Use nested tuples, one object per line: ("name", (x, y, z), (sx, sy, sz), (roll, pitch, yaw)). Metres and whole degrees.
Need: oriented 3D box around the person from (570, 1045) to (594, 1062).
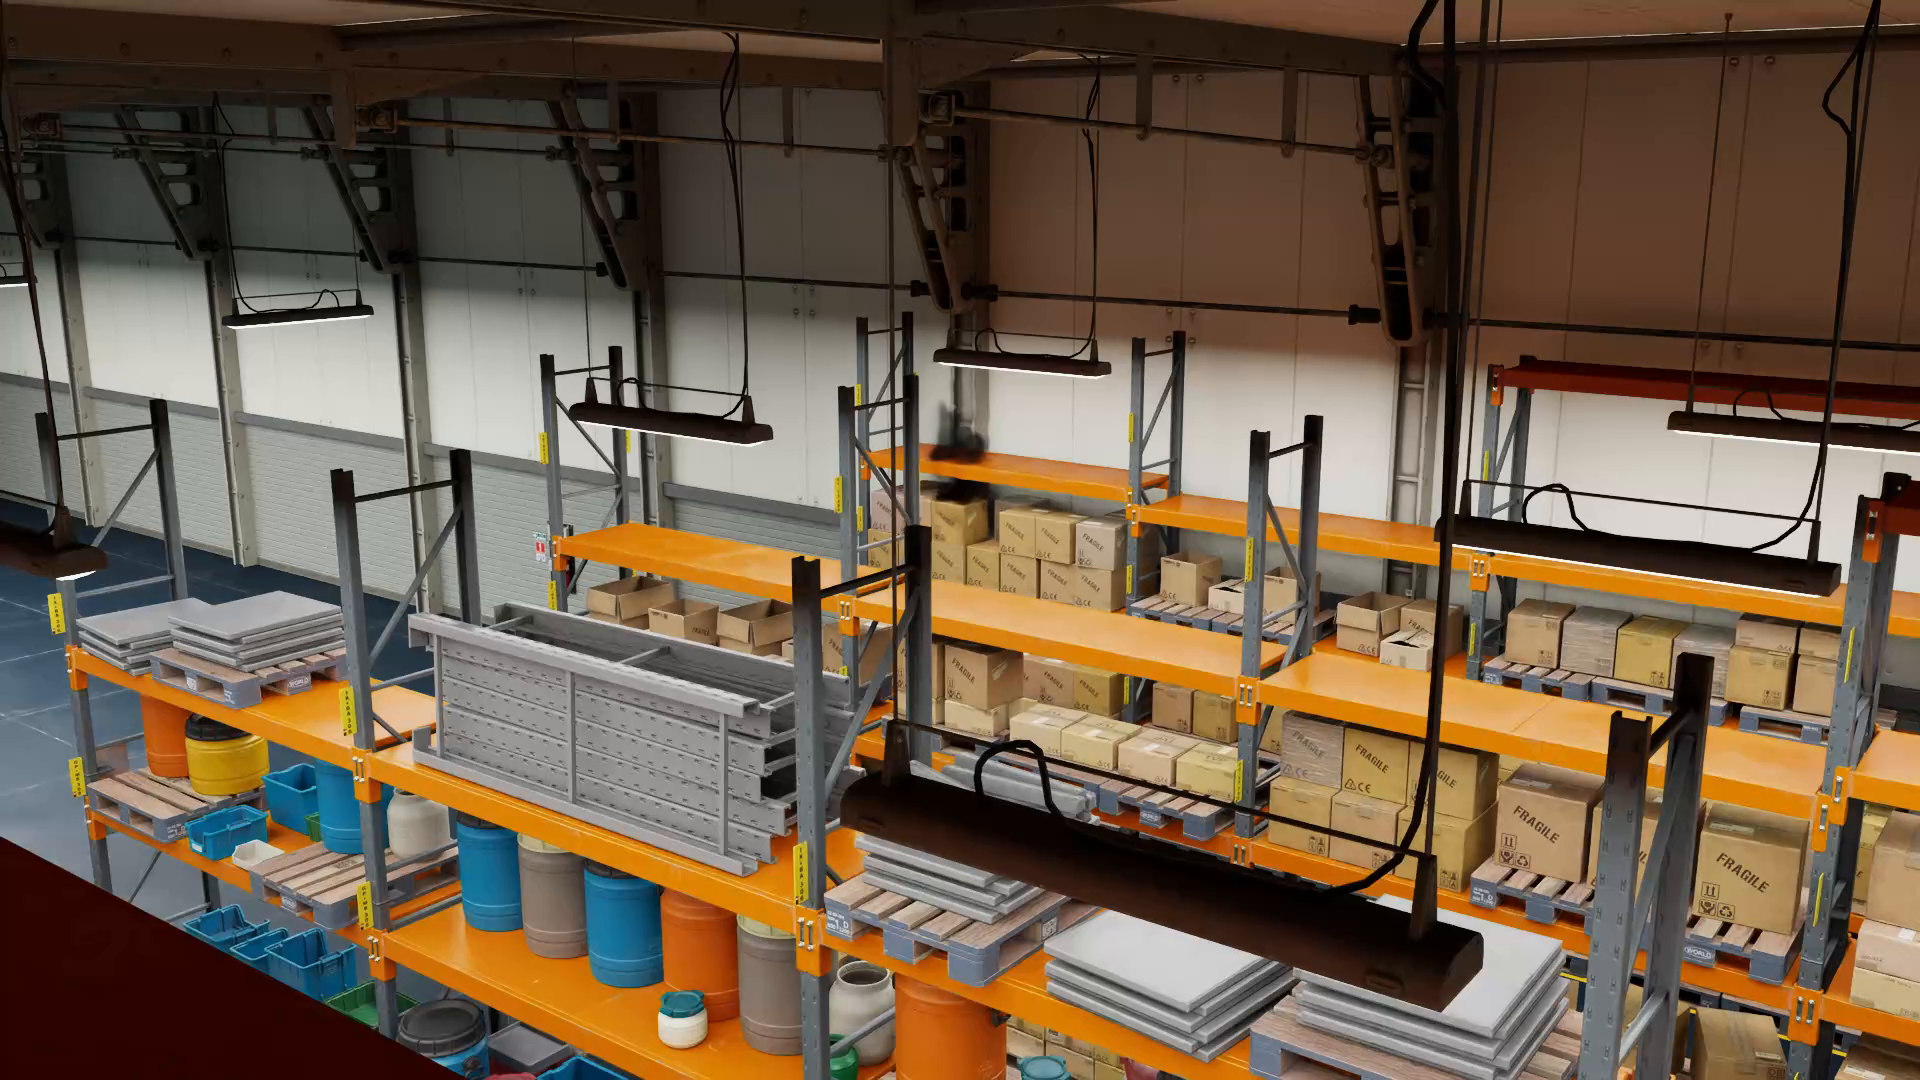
("person", (-3.530, 3.932, 14.692), (0.572, 1.618, 0.563), (6, 14, 25))
